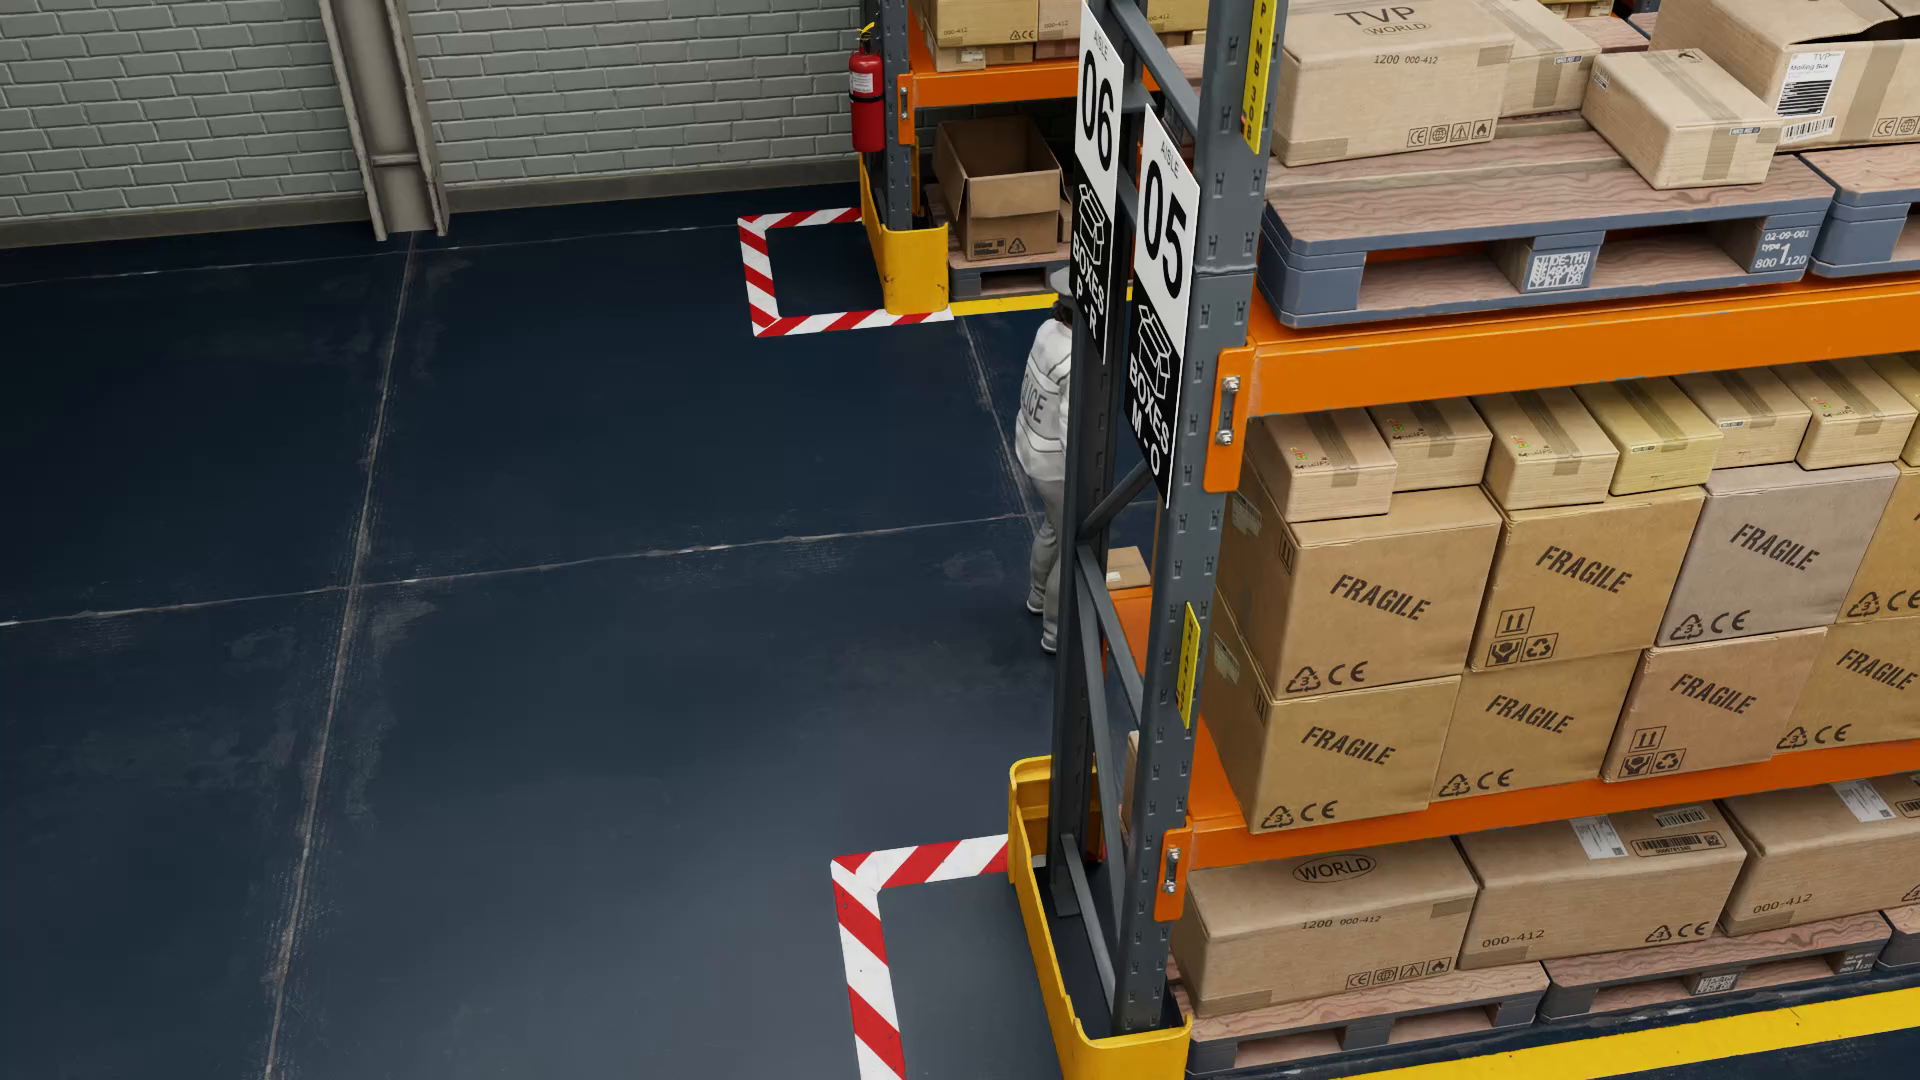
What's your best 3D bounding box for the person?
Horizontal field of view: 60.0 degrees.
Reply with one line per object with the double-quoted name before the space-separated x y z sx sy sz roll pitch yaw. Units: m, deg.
"person" 0.414 -0.307 6.533 0.373 1.662 0.536 -8 40 -10
